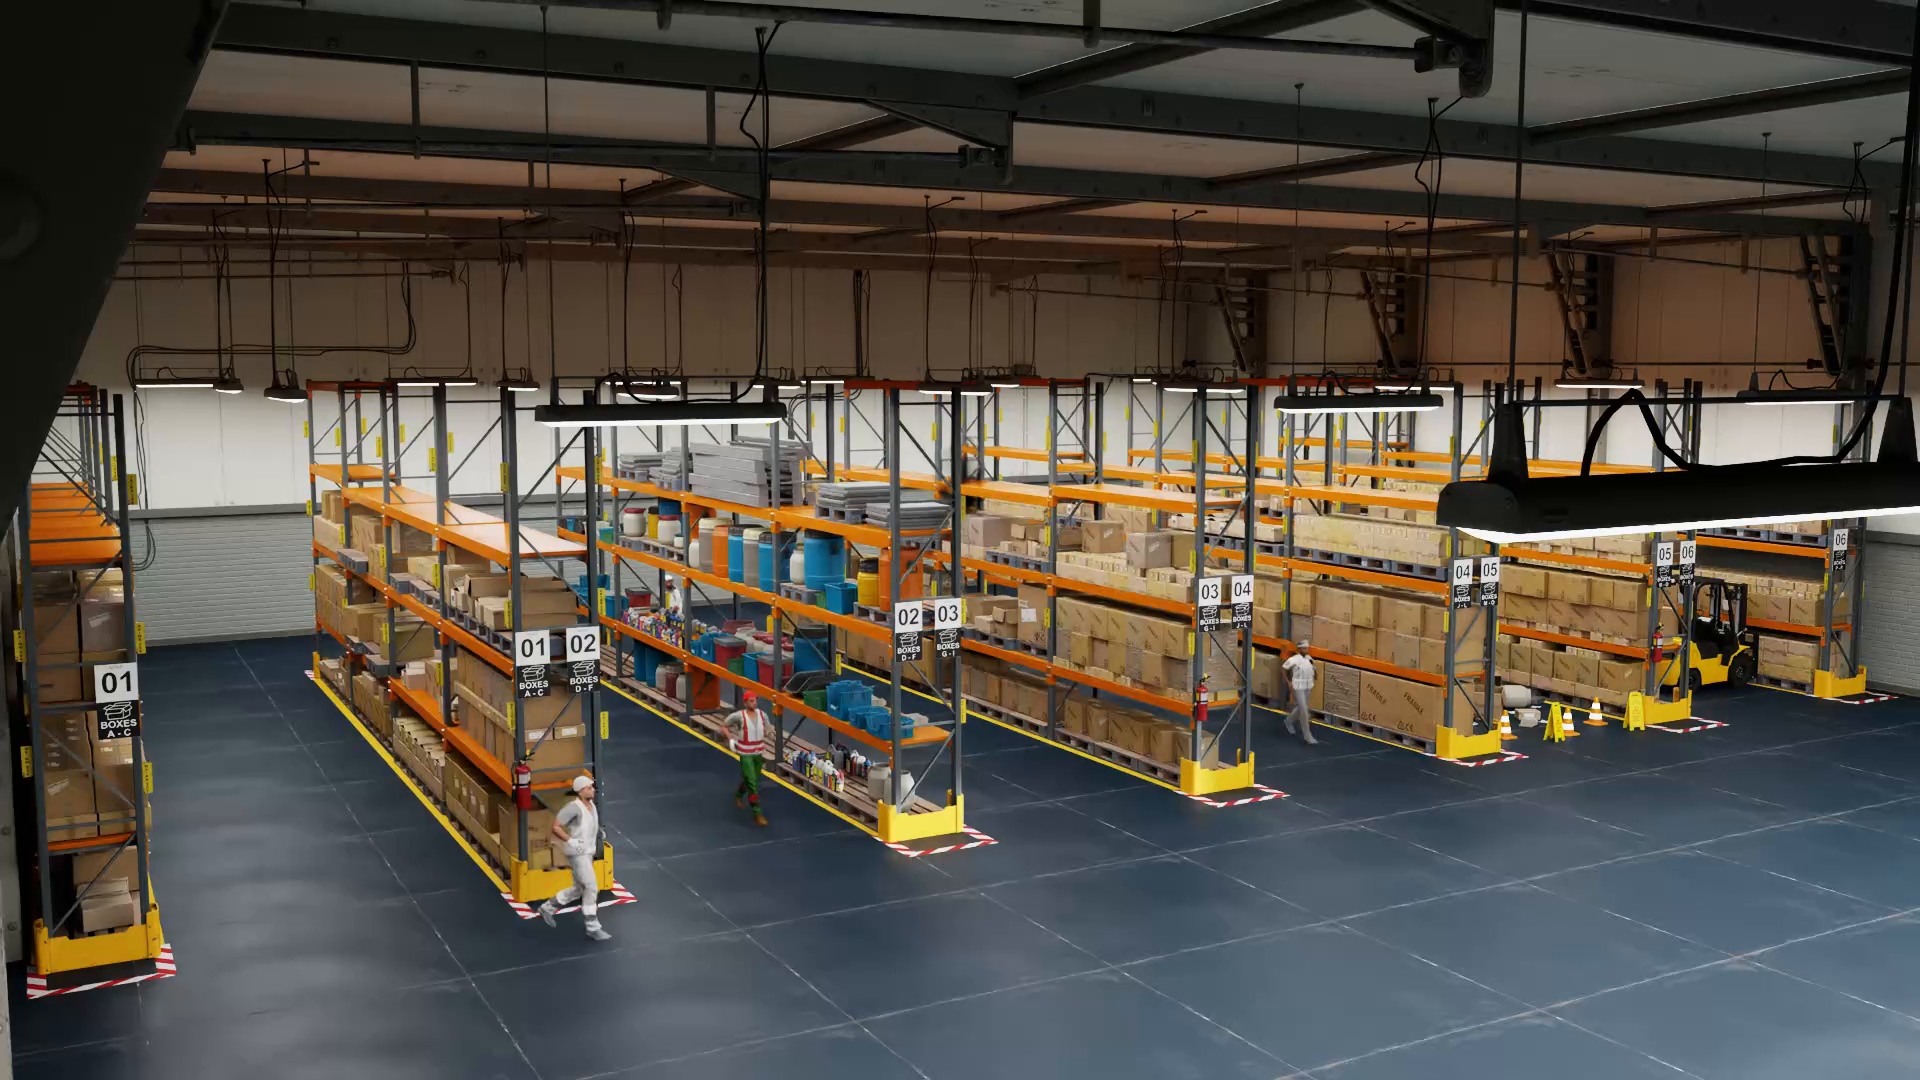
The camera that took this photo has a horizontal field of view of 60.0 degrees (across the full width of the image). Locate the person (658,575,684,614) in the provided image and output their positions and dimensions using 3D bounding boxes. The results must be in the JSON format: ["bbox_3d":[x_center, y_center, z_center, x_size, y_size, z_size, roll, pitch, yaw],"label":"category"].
[{"bbox_3d":[-6.269,1.616,36.371,0.669,1.715,0.557,-5,8,-36],"label":"person"}]

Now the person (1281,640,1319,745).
[{"bbox_3d":[5.737,2.505,27.907,0.580,1.706,0.880,-4,7,-30],"label":"person"}]

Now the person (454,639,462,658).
[{"bbox_3d":[-10.088,1.920,33.351,0.724,1.766,0.807,-5,8,-37],"label":"person"}]

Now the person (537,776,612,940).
[{"bbox_3d":[-4.243,3.505,18.513,0.900,1.778,0.700,1,6,13],"label":"person"}]

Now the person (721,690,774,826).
[{"bbox_3d":[-2.904,2.974,23.057,0.651,1.807,0.979,-5,8,-40],"label":"person"}]
